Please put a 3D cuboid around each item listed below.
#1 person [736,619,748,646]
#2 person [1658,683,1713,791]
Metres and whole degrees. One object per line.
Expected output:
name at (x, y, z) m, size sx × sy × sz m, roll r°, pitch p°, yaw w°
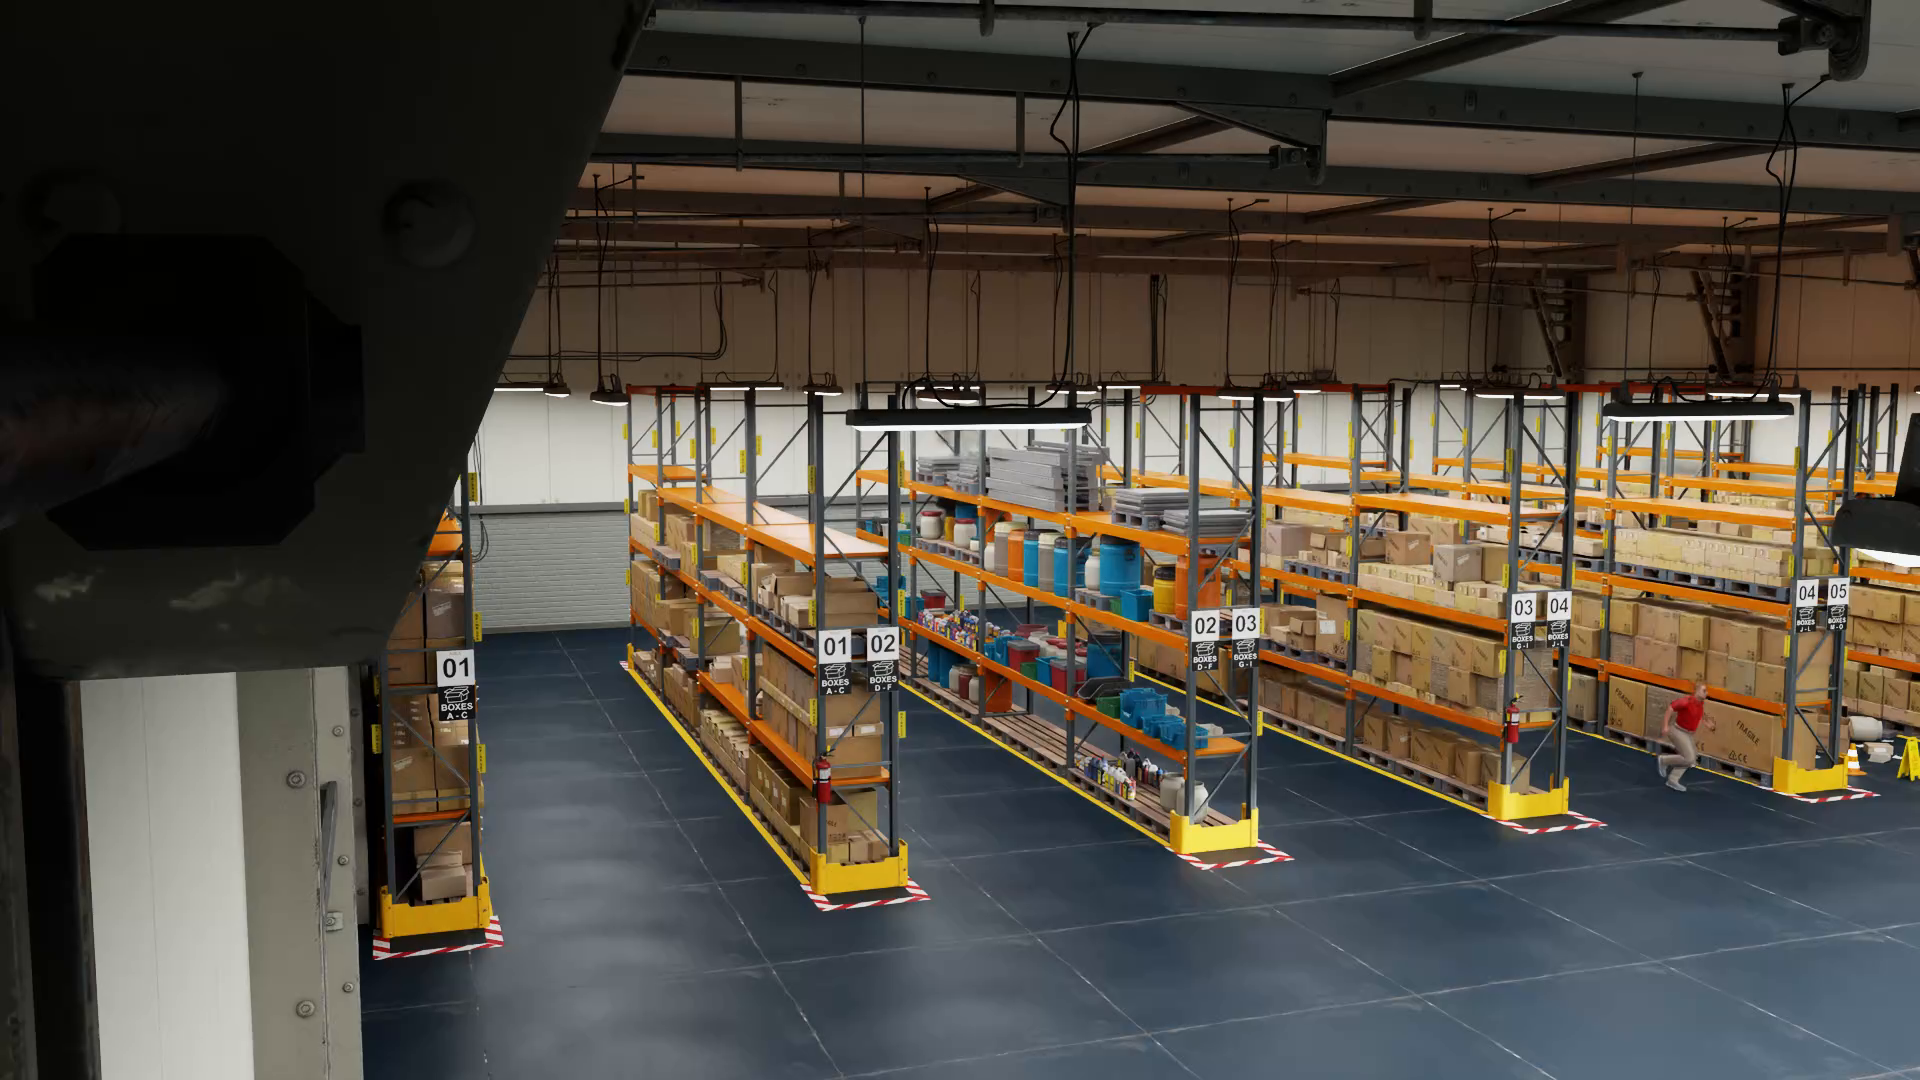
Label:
person at (-4.557, 1.834, 35.331) m, size 0.699 × 1.732 × 0.668 m, roll -3°, pitch 7°, yaw -29°
person at (10.910, 2.949, 24.979) m, size 0.749 × 1.655 × 0.652 m, roll 6°, pitch 8°, yaw 44°
